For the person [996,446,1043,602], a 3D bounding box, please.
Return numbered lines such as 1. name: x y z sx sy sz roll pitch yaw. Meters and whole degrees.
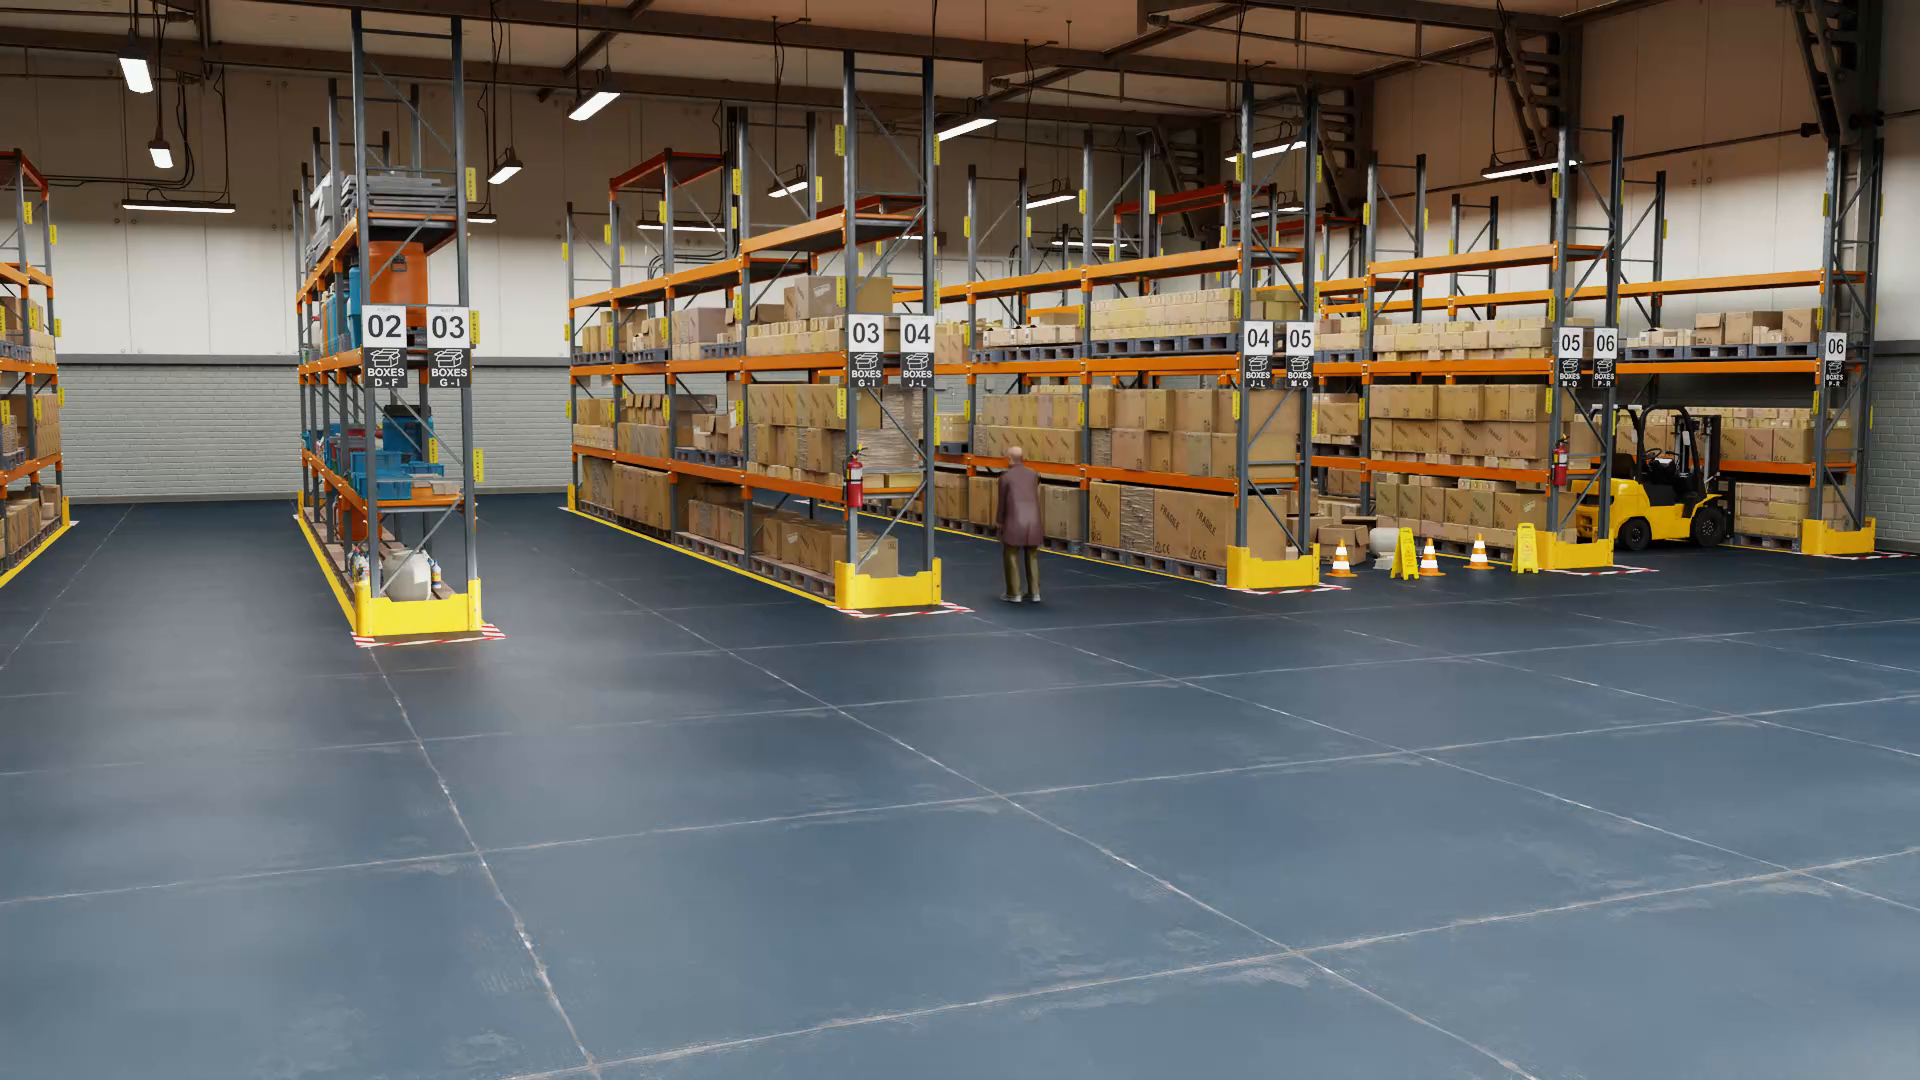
1. person: 0.661 -0.184 18.831 0.529 1.760 0.592 -2 6 -25
